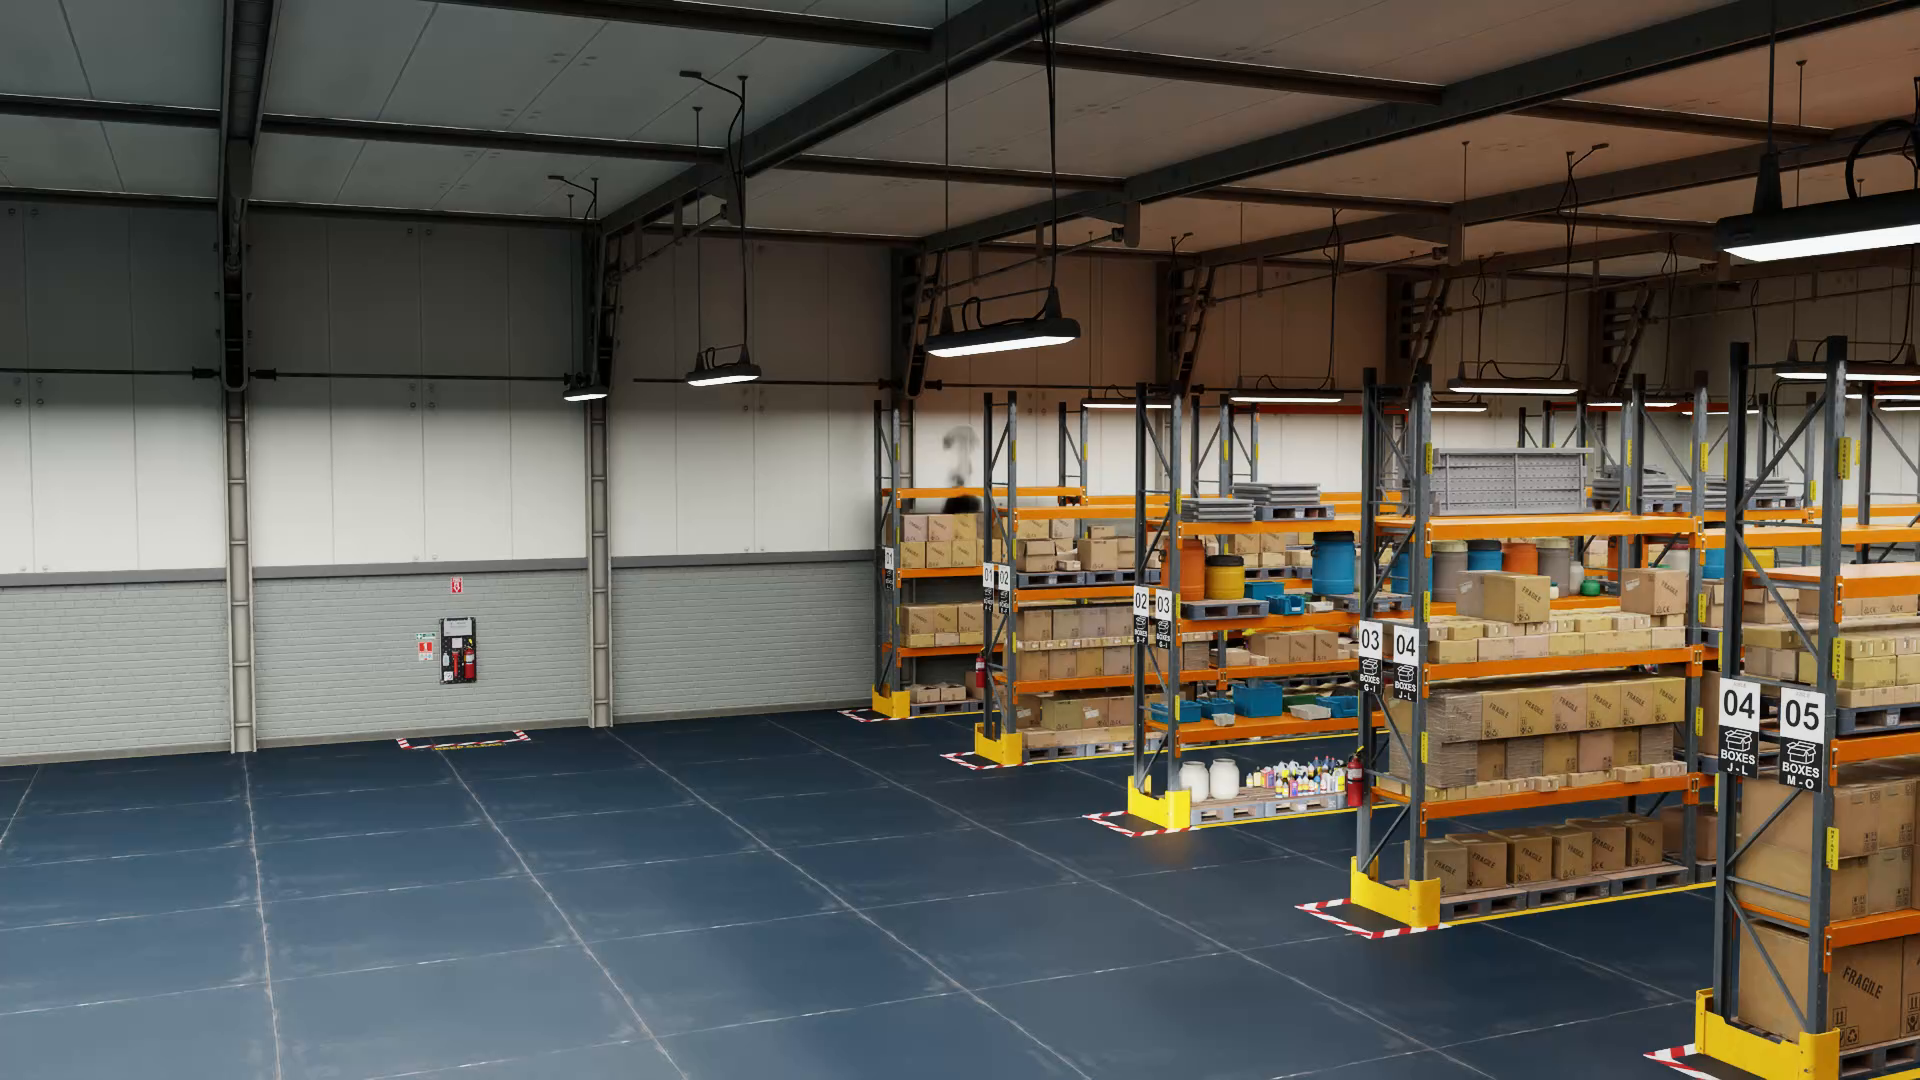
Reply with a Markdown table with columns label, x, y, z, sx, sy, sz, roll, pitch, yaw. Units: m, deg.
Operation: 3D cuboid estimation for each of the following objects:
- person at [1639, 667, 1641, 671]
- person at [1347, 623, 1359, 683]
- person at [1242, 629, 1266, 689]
| label | x | y | z | sx | sy | sz | roll | pitch | yaw |
| --- | --- | --- | --- | --- | --- | --- | --- | --- | --- |
| person | 11.826 | 2.672 | 29.089 | 0.820 | 1.611 | 0.524 | -1 | 4 | -24 |
| person | 8.070 | 2.335 | 33.672 | 0.633 | 1.740 | 0.715 | -2 | 4 | -33 |
| person | 5.679 | 2.502 | 31.624 | 0.839 | 1.693 | 0.697 | -2 | 4 | -34 |
